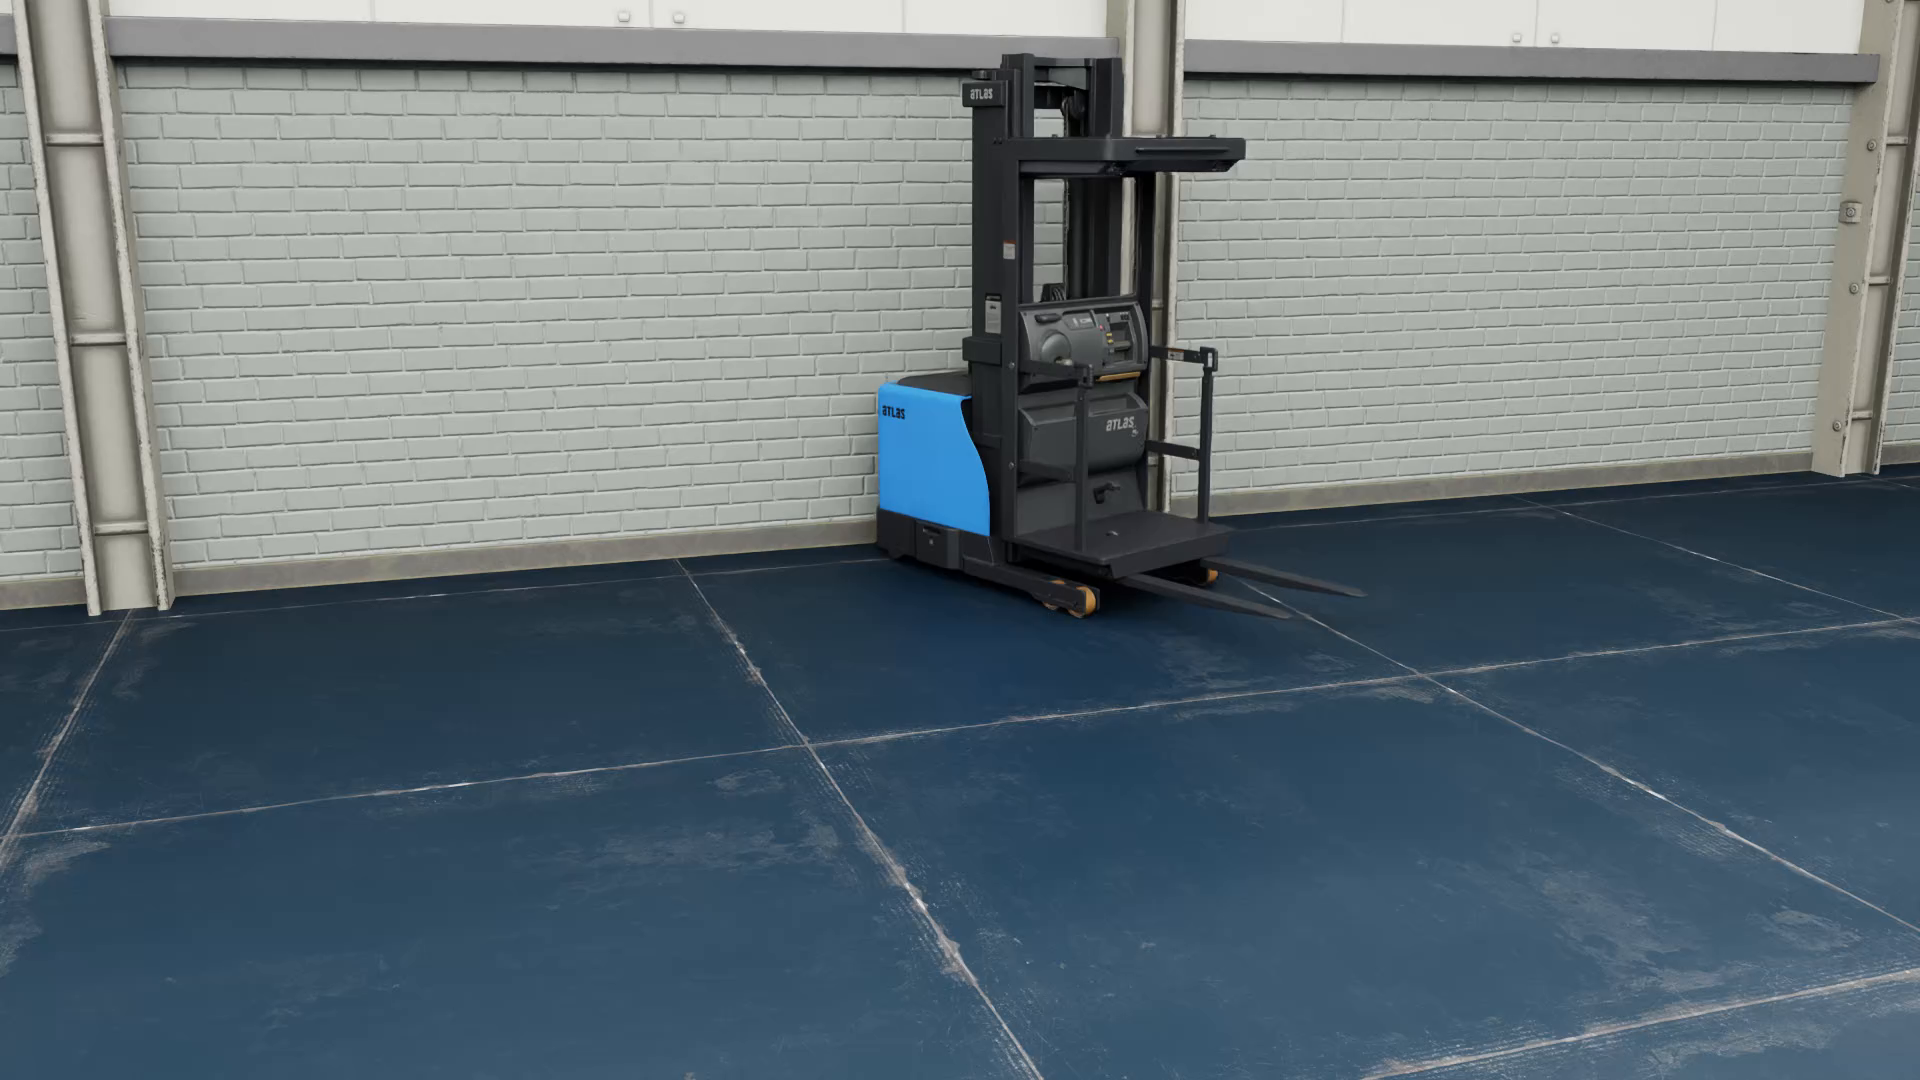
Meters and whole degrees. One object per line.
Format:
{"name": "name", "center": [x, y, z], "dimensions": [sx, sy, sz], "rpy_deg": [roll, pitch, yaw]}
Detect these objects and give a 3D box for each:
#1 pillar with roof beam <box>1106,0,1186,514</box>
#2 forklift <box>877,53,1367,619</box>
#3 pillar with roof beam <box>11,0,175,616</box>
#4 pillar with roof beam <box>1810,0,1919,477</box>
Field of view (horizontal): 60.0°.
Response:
{"name": "pillar with roof beam", "center": [2.517, -3.518, 5.985], "dimensions": [0.400, 9.000, 9.100], "rpy_deg": [-4, 14, -18]}
{"name": "forklift", "center": [0.839, -1.144, 9.117], "dimensions": [1.130, 2.935, 3.031], "rpy_deg": [-11, 18, -40]}
{"name": "pillar with roof beam", "center": [-3.170, -3.075, 4.123], "dimensions": [0.400, 9.000, 9.100], "rpy_deg": [-4, 14, -18]}
{"name": "pillar with roof beam", "center": [8.204, -3.960, 7.847], "dimensions": [0.400, 9.000, 9.100], "rpy_deg": [-4, 14, -18]}
